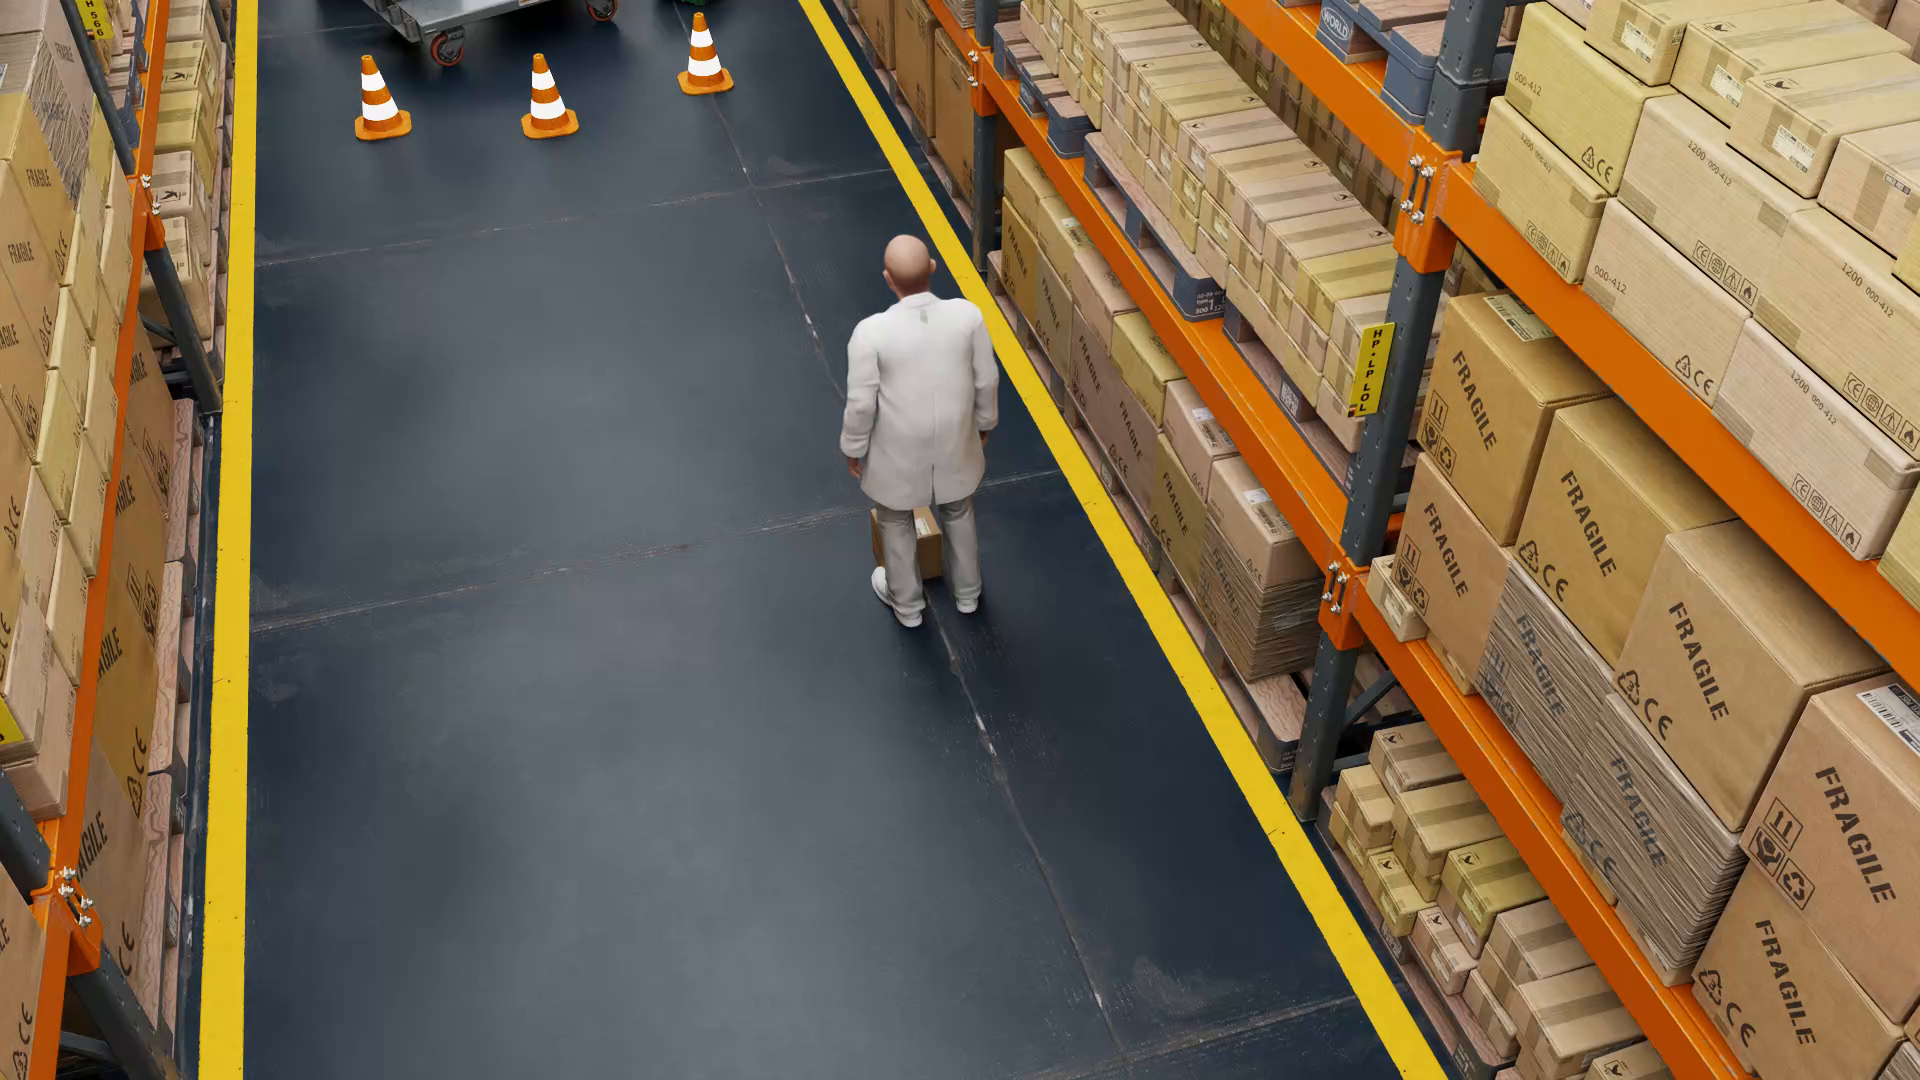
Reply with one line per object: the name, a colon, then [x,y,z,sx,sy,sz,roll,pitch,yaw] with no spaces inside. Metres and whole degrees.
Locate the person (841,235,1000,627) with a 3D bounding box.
person: [-0.156,-0.405,6.626,0.651,1.774,0.416,-12,43,-13]
